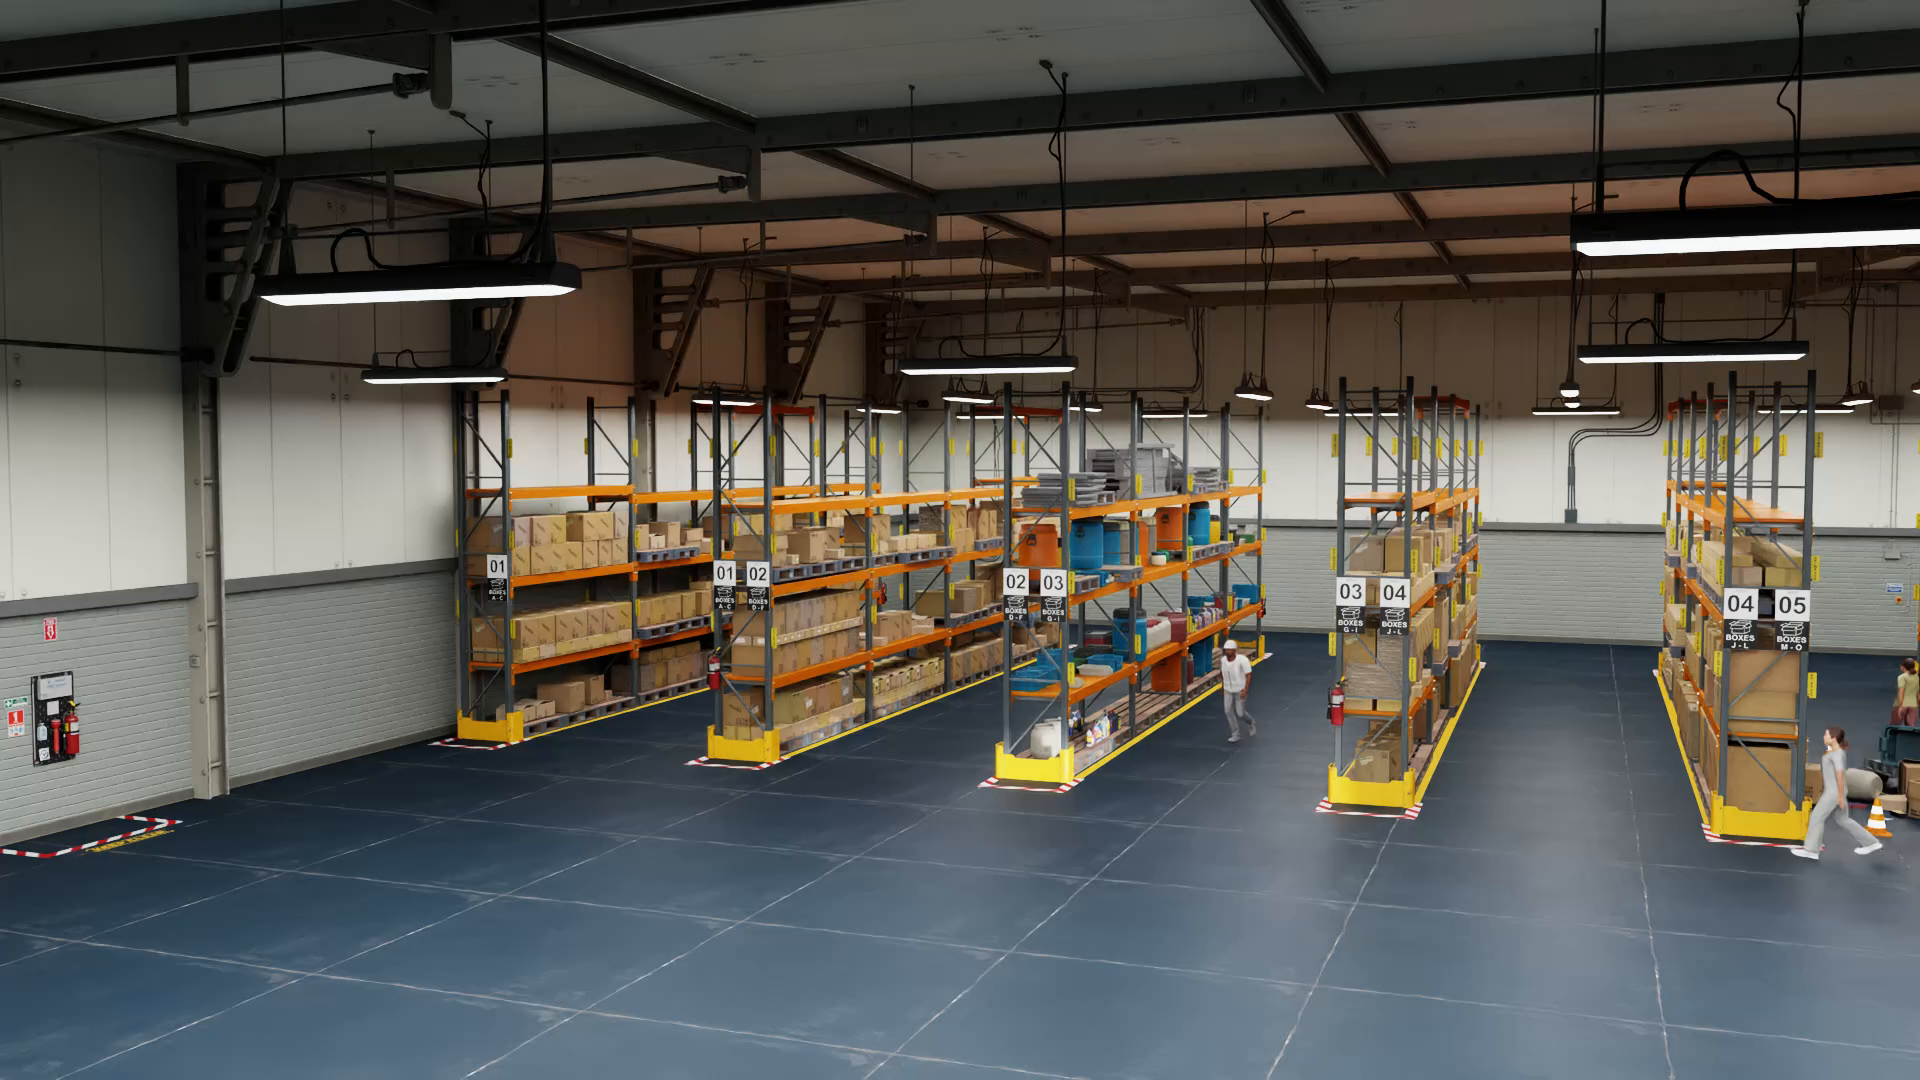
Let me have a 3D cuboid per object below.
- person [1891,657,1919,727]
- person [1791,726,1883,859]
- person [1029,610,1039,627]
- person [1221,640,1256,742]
[{"bbox_3d":[15.108,2.735,26.514,0.456,1.713,0.596,1,3,13],"label":"person"},{"bbox_3d":[10.646,3.068,20.152,1.002,1.627,0.445,1,3,21],"label":"person"},{"bbox_3d":[1.908,1.694,44.116,0.559,1.743,0.865,-2,4,-34],"label":"person"},{"bbox_3d":[4.755,2.569,28.517,0.630,1.732,0.666,3,4,41],"label":"person"}]
